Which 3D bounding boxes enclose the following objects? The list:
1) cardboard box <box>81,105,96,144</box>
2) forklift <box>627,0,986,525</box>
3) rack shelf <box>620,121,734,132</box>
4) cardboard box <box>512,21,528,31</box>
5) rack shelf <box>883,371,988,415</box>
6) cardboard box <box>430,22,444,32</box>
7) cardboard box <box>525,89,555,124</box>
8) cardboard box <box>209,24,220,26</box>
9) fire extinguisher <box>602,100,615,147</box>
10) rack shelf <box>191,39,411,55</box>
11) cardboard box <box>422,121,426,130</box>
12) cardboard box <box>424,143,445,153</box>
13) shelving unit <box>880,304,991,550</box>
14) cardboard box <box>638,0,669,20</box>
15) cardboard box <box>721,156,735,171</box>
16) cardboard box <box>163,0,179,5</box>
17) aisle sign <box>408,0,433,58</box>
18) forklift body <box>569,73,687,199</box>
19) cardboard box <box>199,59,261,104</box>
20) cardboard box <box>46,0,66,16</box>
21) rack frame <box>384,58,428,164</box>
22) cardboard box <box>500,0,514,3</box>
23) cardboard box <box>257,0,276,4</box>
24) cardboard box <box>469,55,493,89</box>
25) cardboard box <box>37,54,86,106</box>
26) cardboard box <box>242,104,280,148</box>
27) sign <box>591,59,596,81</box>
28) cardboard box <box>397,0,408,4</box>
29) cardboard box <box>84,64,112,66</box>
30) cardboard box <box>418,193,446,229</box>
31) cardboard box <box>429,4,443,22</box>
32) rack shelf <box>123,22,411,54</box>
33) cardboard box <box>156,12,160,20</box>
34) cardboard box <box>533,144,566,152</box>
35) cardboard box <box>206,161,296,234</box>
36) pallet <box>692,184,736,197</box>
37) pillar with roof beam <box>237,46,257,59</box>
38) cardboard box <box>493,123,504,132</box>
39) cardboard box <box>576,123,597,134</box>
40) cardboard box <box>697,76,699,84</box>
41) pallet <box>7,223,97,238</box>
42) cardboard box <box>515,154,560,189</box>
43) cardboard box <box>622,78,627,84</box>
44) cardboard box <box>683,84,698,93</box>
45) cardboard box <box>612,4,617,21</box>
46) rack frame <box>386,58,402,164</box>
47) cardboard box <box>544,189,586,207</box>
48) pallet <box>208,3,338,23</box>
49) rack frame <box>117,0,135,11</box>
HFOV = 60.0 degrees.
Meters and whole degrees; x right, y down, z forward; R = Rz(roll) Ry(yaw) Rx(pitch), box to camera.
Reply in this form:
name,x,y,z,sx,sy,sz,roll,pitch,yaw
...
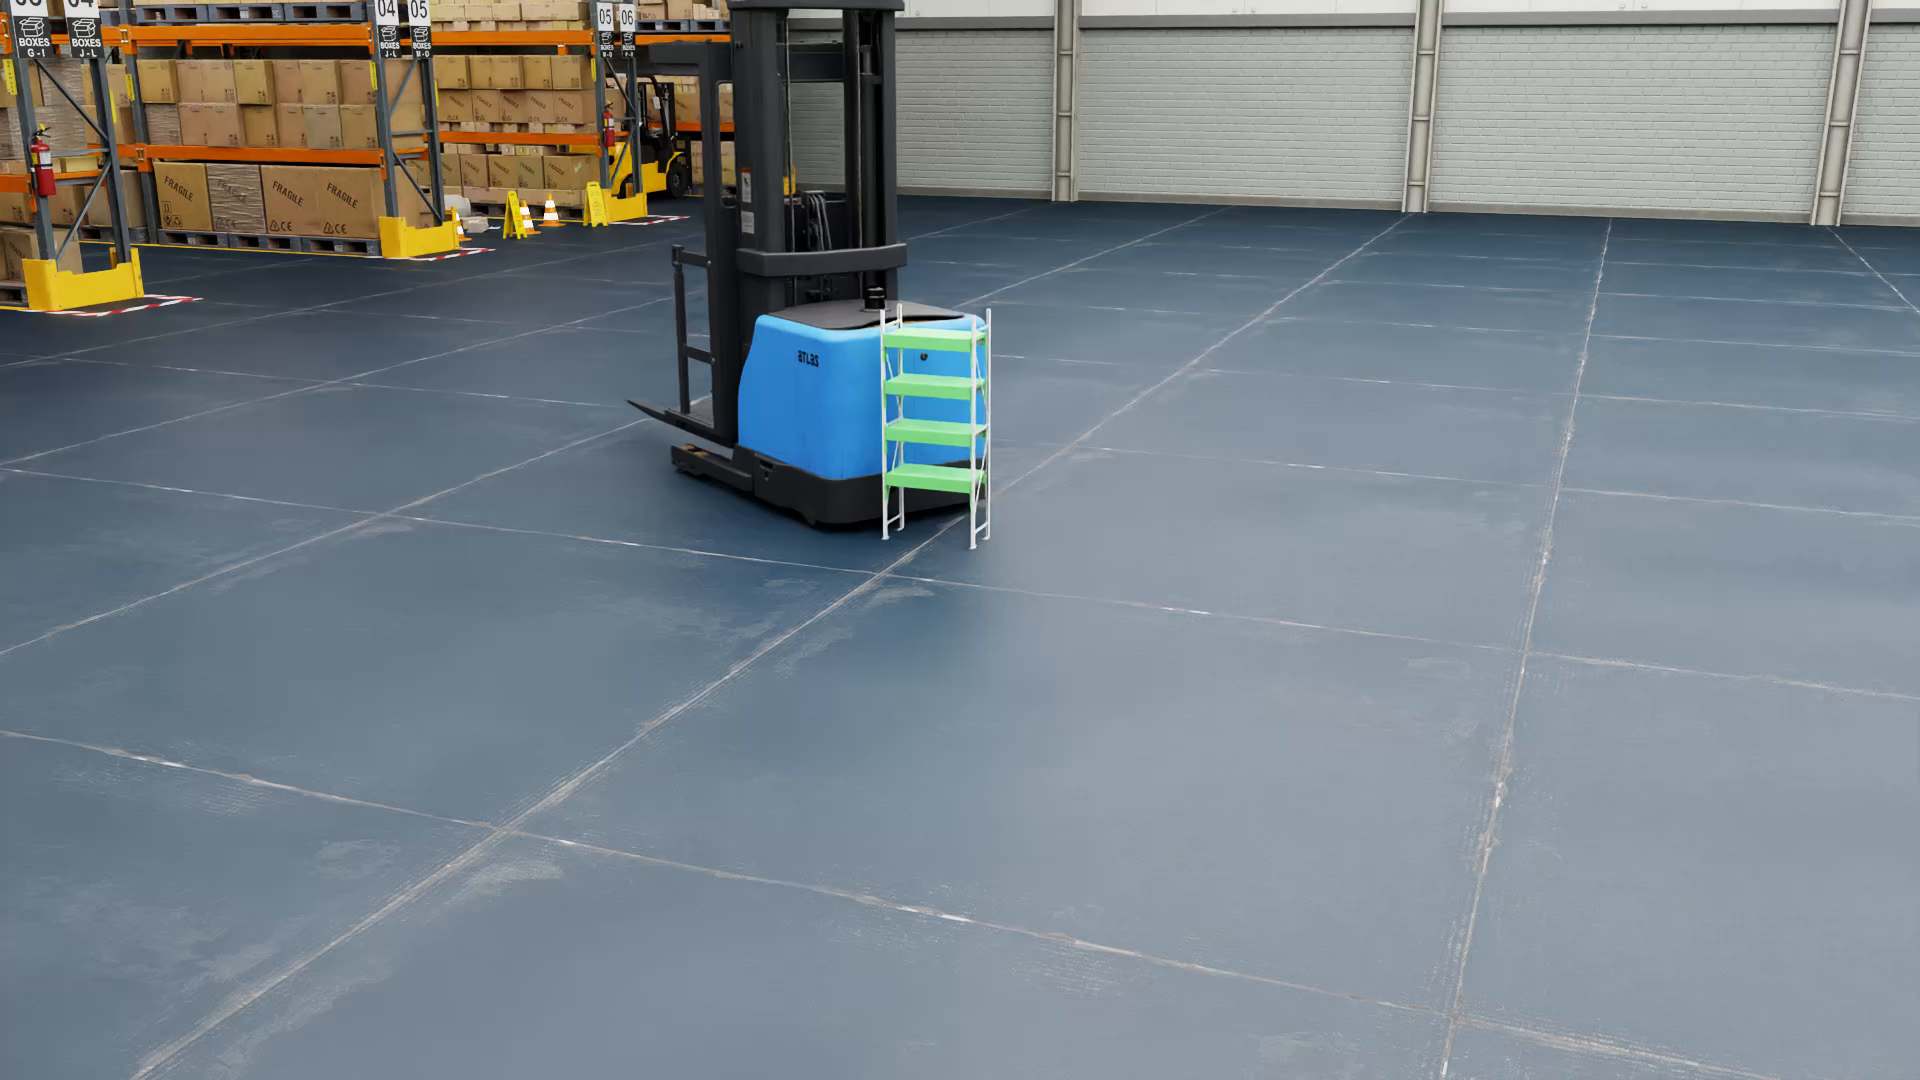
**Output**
name,x,y,z,sx,sy,sz,roll,pitch,yaw
cardboard box,-11.733,-5.637,22.530,0.500,0.500,0.500,6,17,20
forklift,-1.094,-1.840,9.754,1.130,2.935,3.031,-11,19,-33
rack shelf,-5.278,-7.585,30.710,4.000,0.370,1.077,6,17,21
cardboard box,-6.609,-7.831,25.338,0.250,0.149,0.380,6,17,20
rack shelf,-0.122,-0.751,8.476,0.480,0.148,0.258,6,17,20
cardboard box,-8.044,-7.997,25.912,0.250,0.149,0.380,7,18,22
cardboard box,-6.306,-6.665,25.539,0.500,0.500,0.500,6,17,21
cardboard box,-12.210,-8.530,27.535,0.258,0.266,0.396,6,17,21
fire extinguisher,-5.298,-6.269,25.027,0.183,0.674,0.296,6,17,21
rack shelf,-10.817,-8.147,27.265,4.000,0.370,1.077,6,17,21
cardboard box,-8.527,-6.598,26.473,0.250,0.149,0.380,7,18,22
cardboard box,-8.413,-6.241,26.461,0.250,0.149,0.380,7,17,21
shelving unit,-0.122,-0.582,8.525,0.503,1.200,0.258,6,17,20
cardboard box,-5.365,-9.648,30.028,0.637,0.503,0.797,7,18,22
cardboard box,-3.985,-6.815,30.052,0.500,0.250,0.500,6,17,20
cardboard box,-9.992,-6.945,21.354,0.250,0.149,0.380,6,17,21
aisle sign,-6.782,-6.463,20.892,0.004,0.787,0.394,6,17,21
forklift body,-5.851,-7.039,29.061,1.214,2.155,2.313,6,17,21
cardboard box,-9.342,-5.980,21.685,0.550,0.550,0.875,6,17,21
cardboard box,-9.225,-5.352,16.619,0.500,0.250,0.500,7,18,22
rack frame,-8.957,-6.847,26.878,0.127,3.000,1.000,6,17,21
cardboard box,-6.804,-8.256,25.372,0.250,0.149,0.380,6,17,19
cardboard box,-8.573,-6.789,20.818,0.250,0.149,0.380,6,17,21
cardboard box,-7.184,-7.271,25.832,0.500,0.500,0.700,6,17,20
cardboard box,-9.284,-4.666,16.858,0.500,0.500,0.500,6,17,21
cardboard box,-8.823,-5.426,21.714,0.500,0.550,0.875,6,17,21
sign,-5.458,-7.004,24.774,0.005,0.325,0.100,6,17,21
cardboard box,-7.159,-6.831,20.963,0.250,0.149,0.380,6,17,21
cardboard box,-14.663,-7.926,28.622,0.500,0.500,0.500,6,17,20
cardboard box,-7.799,-4.762,24.174,0.637,0.503,0.797,-5,17,-18
cardboard box,-8.165,-8.192,25.866,0.500,0.250,0.500,6,17,20
rack shelf,-8.819,-6.443,21.398,4.000,0.370,1.077,6,17,21
cardboard box,-13.084,-8.947,27.795,0.637,0.503,0.797,5,17,17
cardboard box,-7.628,-7.246,31.760,0.625,0.625,0.875,7,18,23
cardboard box,-9.280,-4.560,22.060,0.875,0.875,0.875,6,17,21
pallet,-4.145,-6.454,30.525,1.213,0.211,1.003,6,17,21
pillar with roof beam,-16.478,-11.023,30.501,0.400,9.000,9.100,6,17,21
cardboard box,-7.077,-6.461,26.000,0.250,0.149,0.380,6,17,21
cardboard box,-5.662,-6.300,25.444,0.250,0.149,0.380,7,18,22
cardboard box,-4.527,-8.291,29.978,0.250,0.149,0.380,6,17,21
pallet,-12.563,-4.397,23.442,1.213,0.211,1.003,6,17,21
cardboard box,-6.563,-5.746,25.919,0.500,0.500,0.500,7,18,23
cardboard box,-5.981,-8.428,30.448,0.250,0.149,0.380,6,17,20
cardboard box,-4.803,-8.152,30.031,0.250,0.149,0.380,6,17,19
cardboard box,-5.606,-8.070,25.445,0.500,0.250,0.500,6,17,20
rack frame,-10.860,-8.544,32.723,0.127,3.000,1.000,6,17,21
cardboard box,-6.109,-5.334,25.846,0.500,0.250,0.500,6,17,20
pallet,-8.791,-6.739,21.286,1.213,0.211,1.003,6,17,21
rack frame,-10.679,-8.434,21.584,0.127,3.000,1.000,6,17,21
